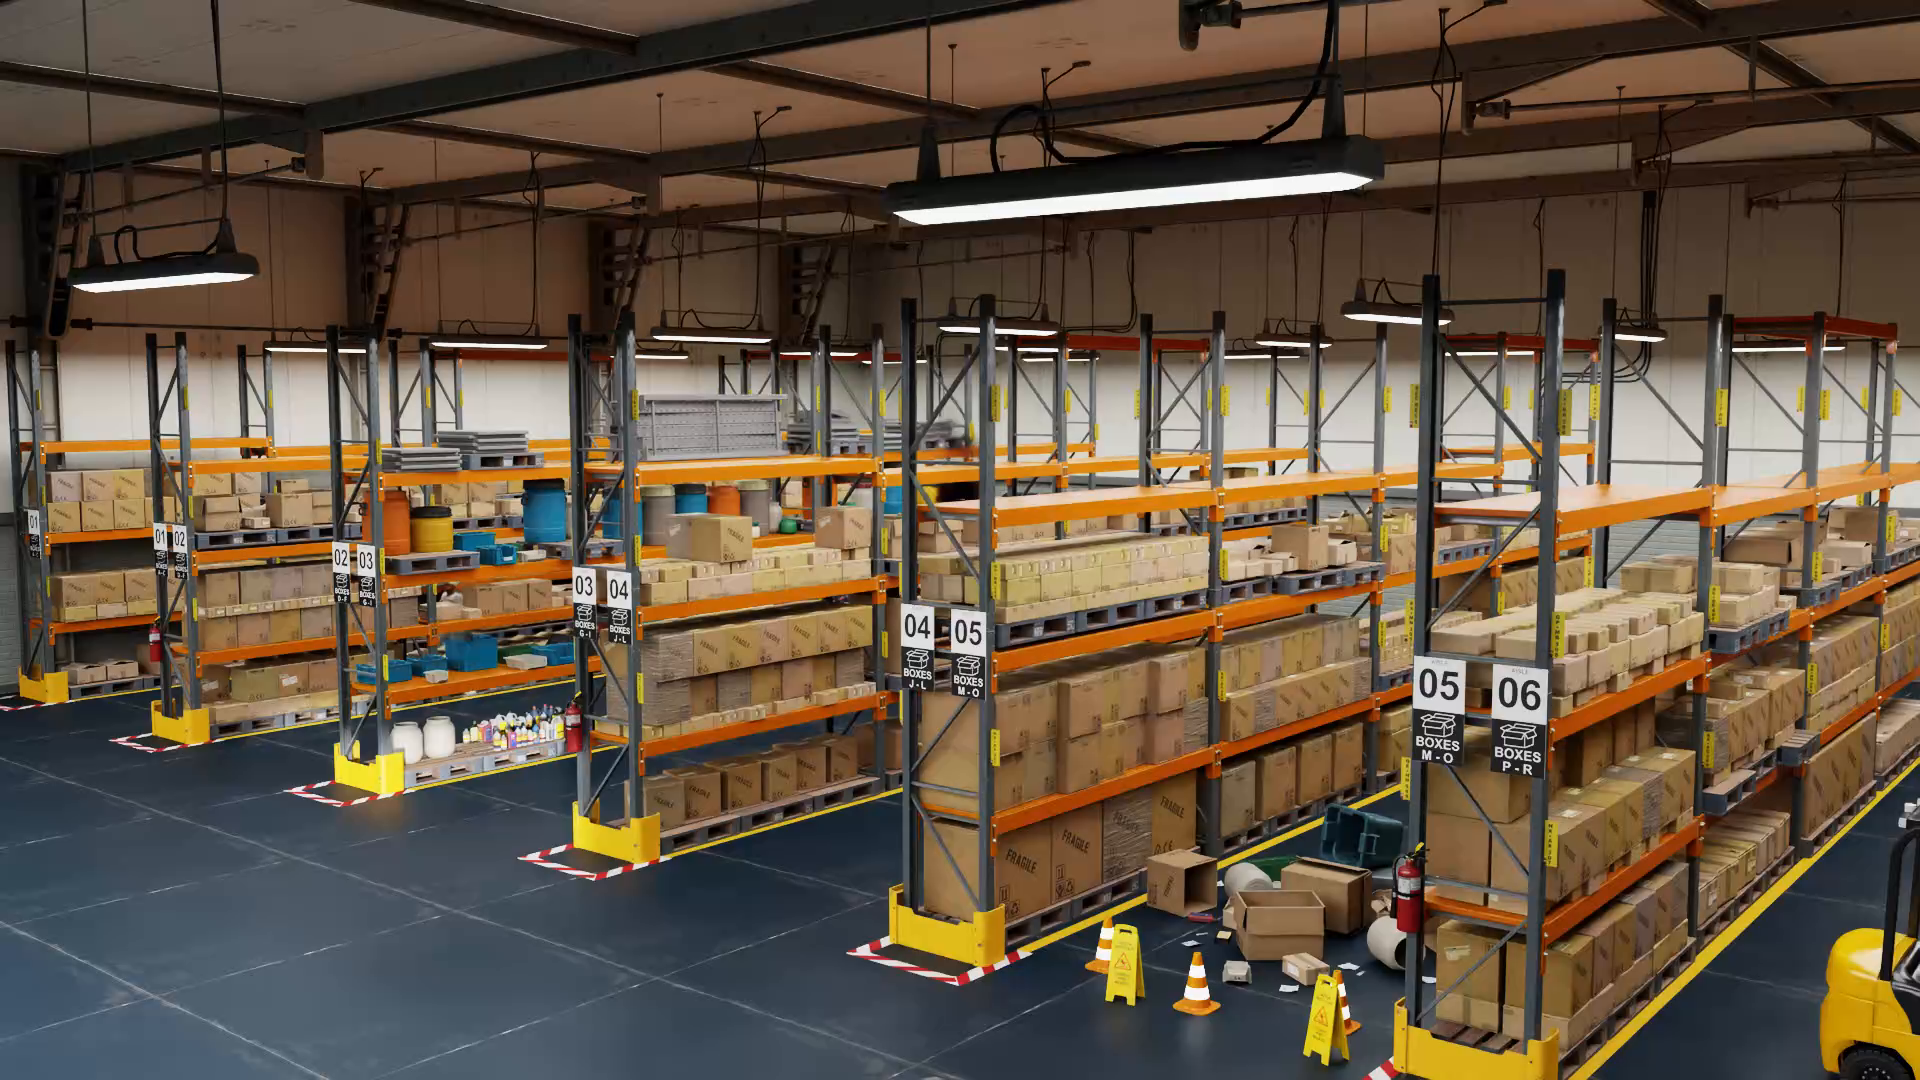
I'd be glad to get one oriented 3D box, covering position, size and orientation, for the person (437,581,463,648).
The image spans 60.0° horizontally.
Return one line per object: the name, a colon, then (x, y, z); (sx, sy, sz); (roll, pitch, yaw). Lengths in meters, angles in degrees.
person: (-9.188, 1.582, 29.958); (0.657, 1.841, 0.770); (3, 6, 31)
